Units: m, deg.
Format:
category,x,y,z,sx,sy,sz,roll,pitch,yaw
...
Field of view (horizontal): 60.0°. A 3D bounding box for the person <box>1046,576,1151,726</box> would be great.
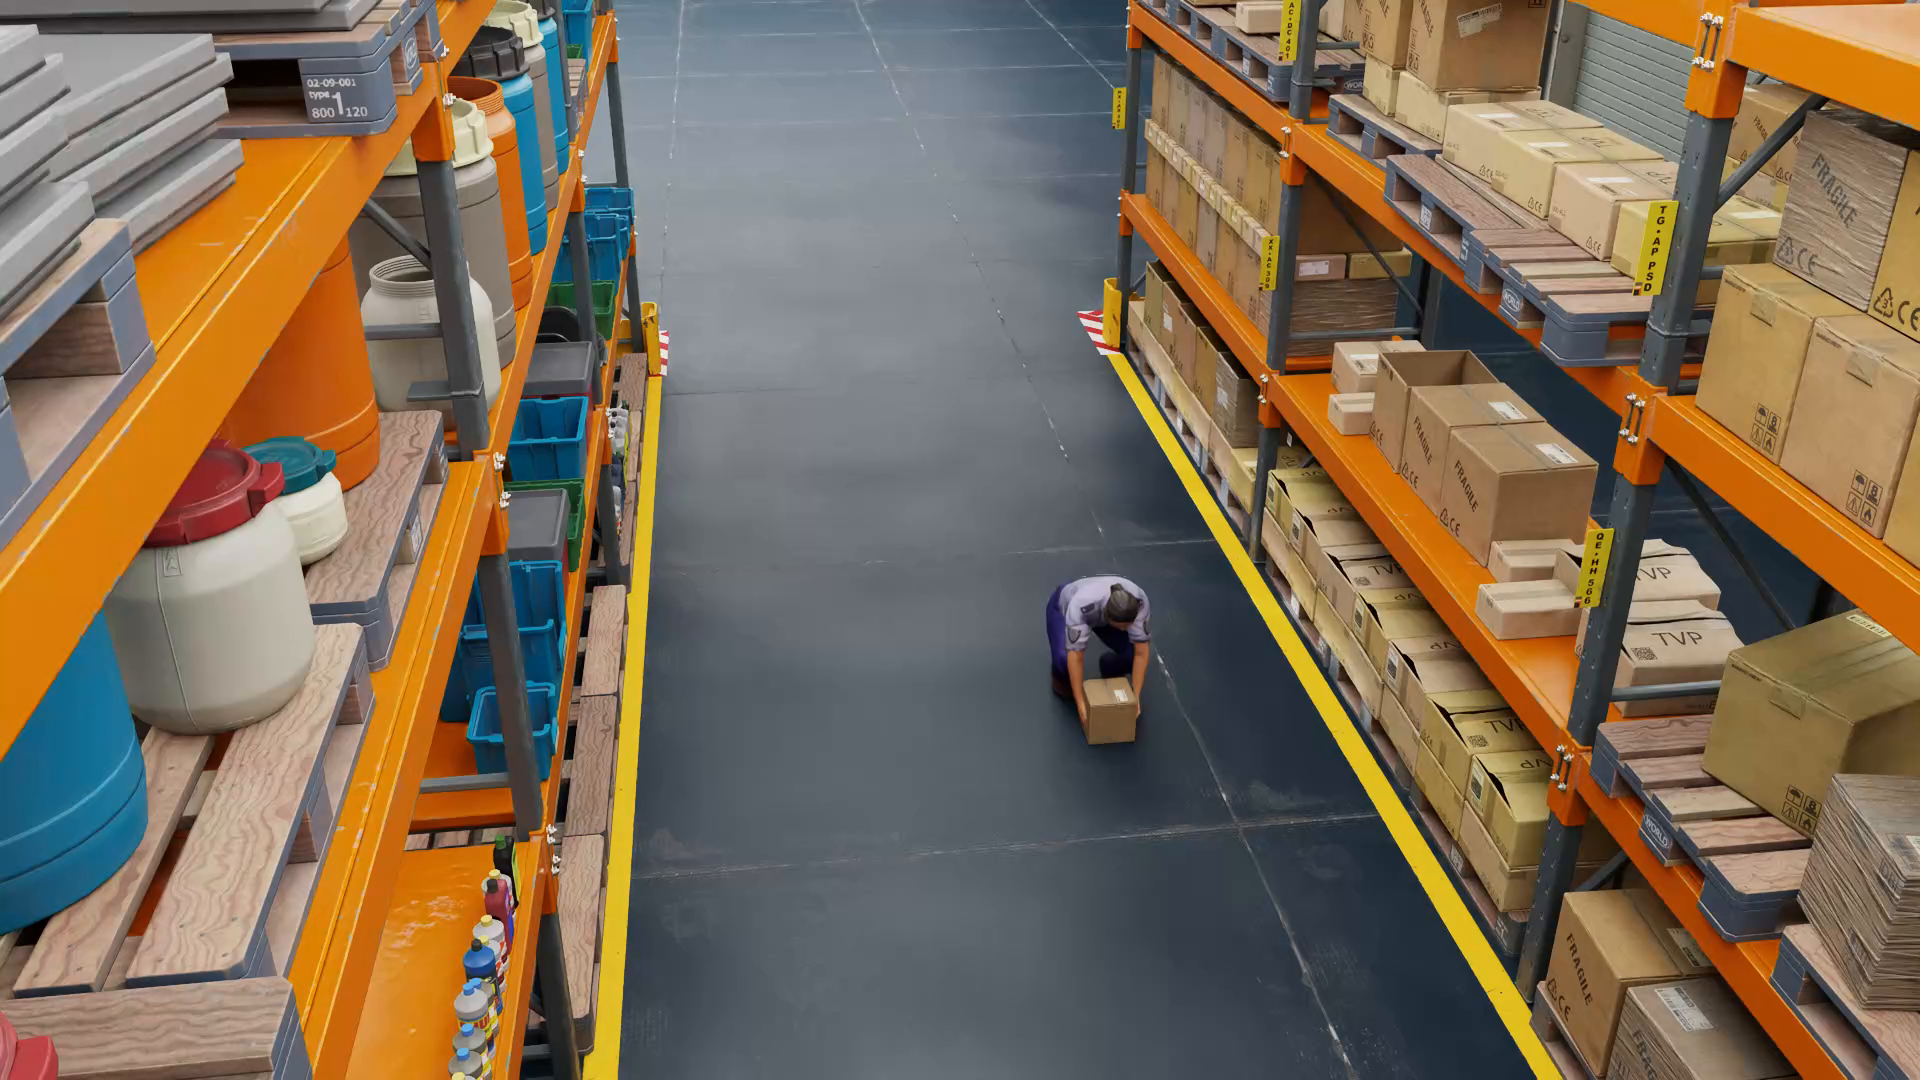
category,x,y,z,sx,sy,sz,roll,pitch,yaw
person,0.747,0.499,9.041,0.527,0.831,0.831,-4,28,-7
